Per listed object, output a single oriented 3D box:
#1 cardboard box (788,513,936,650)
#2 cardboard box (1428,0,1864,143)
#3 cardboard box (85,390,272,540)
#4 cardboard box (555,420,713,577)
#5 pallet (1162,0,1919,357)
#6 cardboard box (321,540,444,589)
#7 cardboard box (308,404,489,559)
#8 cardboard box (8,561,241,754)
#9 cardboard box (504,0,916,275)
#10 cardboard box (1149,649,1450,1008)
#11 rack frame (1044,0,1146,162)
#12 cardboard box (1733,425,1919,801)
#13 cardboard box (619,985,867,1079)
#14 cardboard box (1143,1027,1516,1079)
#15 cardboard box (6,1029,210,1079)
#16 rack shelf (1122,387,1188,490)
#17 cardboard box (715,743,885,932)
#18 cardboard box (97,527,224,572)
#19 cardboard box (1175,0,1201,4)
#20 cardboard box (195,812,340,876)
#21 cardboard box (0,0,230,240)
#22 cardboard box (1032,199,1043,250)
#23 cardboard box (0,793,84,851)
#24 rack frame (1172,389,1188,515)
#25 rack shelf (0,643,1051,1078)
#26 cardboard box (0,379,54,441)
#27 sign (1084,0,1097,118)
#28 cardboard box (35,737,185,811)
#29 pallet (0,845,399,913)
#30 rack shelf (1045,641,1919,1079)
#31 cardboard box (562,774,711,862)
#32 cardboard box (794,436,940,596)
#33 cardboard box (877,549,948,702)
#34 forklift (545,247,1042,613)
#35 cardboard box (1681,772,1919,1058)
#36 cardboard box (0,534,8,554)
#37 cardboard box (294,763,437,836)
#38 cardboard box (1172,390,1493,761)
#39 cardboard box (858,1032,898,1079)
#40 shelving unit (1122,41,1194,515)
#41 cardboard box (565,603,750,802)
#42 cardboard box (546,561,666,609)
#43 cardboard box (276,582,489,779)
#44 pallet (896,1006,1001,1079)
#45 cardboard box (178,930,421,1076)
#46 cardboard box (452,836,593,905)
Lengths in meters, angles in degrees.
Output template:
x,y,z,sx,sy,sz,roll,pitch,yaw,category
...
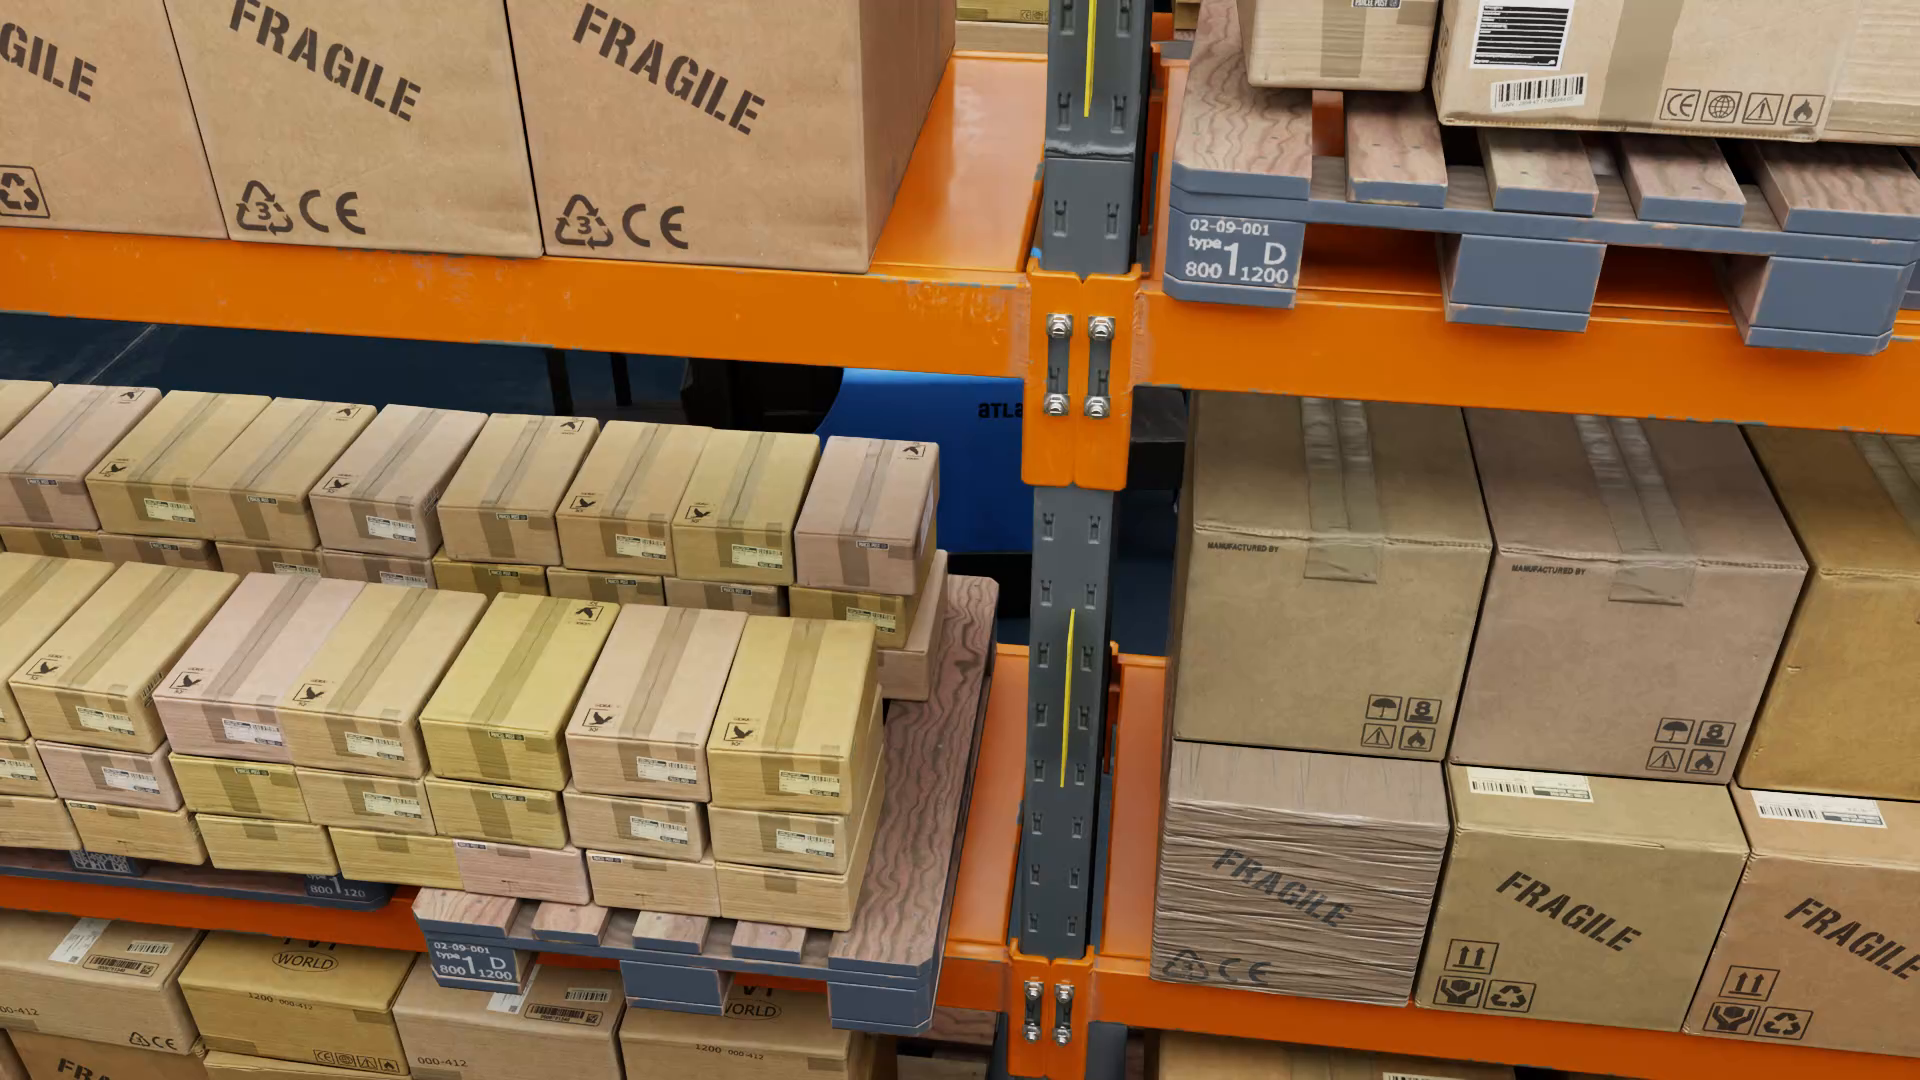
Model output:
x,y,z,sx,sy,sz,roll,pitch,yaw,category
-0.209,0.058,3.685,0.250,0.149,0.380,6,36,8,cardboard box
0.934,-0.817,2.359,0.500,0.311,0.500,4,36,6,cardboard box
-1.740,-0.174,3.755,0.250,0.149,0.380,4,36,5,cardboard box
-0.699,-0.097,3.646,0.250,0.149,0.380,4,36,6,cardboard box
0.890,-0.728,2.768,1.003,0.211,1.213,6,36,8,pallet
-1.241,-0.016,3.789,0.250,0.149,0.380,4,36,6,cardboard box
-1.230,-0.135,3.700,0.250,0.149,0.380,6,36,8,cardboard box
-1.582,0.219,3.203,0.250,0.149,0.380,6,36,8,cardboard box
-0.354,-0.758,2.562,0.500,0.500,0.500,4,36,6,cardboard box
0.655,0.547,3.315,0.500,0.500,0.500,5,36,6,cardboard box
0.245,-2.043,1.866,0.127,3.000,1.000,4,36,6,rack frame
1.699,0.064,3.132,0.500,0.500,0.700,4,36,5,cardboard box
-0.467,1.041,3.854,0.500,0.250,0.500,3,36,5,cardboard box
0.837,1.241,4.004,0.750,0.750,1.050,4,36,5,cardboard box
-1.977,1.226,4.240,0.500,0.500,0.500,5,36,7,cardboard box
0.656,-0.310,6.605,0.480,0.518,0.431,-1,36,-1,rack shelf
-0.303,0.559,3.240,0.250,0.149,0.380,5,36,7,cardboard box
-1.755,-0.054,3.843,0.250,0.149,0.380,6,36,8,cardboard box
1.192,-2.627,7.144,0.500,0.500,0.500,3,36,5,cardboard box
-1.318,0.481,3.349,0.250,0.149,0.380,3,36,4,cardboard box
-1.347,-0.827,2.659,0.500,0.500,0.500,4,36,6,cardboard box
0.100,-1.866,8.249,0.875,0.875,0.875,4,36,6,cardboard box
-1.845,0.443,3.402,0.250,0.149,0.380,3,36,4,cardboard box
0.900,-0.893,6.194,0.015,2.100,0.400,-1,36,-1,rack frame
-1.739,0.544,4.025,4.000,0.370,1.077,4,36,6,rack shelf
-2.273,-0.211,3.807,0.250,0.149,0.380,3,36,4,cardboard box
0.173,-0.720,2.149,0.005,0.325,0.100,4,36,6,sign
-1.583,0.341,3.289,0.250,0.149,0.380,5,36,7,cardboard box
-1.724,0.354,3.836,1.213,0.211,1.003,4,36,6,pallet
2.228,0.840,3.610,4.000,0.370,1.077,4,36,6,rack shelf
-0.568,0.416,3.183,0.250,0.149,0.380,6,36,8,cardboard box
-0.194,-0.058,3.592,0.250,0.149,0.380,4,36,6,cardboard box
-0.174,0.181,3.769,0.250,0.149,0.380,4,36,5,cardboard box
-1.122,-1.181,5.882,3.031,2.935,1.130,-1,36,-1,forklift
1.660,0.621,3.212,0.500,0.500,0.500,4,36,6,cardboard box
-2.266,-0.094,3.899,0.250,0.149,0.380,3,36,4,cardboard box
-1.078,0.380,3.235,0.250,0.149,0.380,4,36,6,cardboard box
0.689,-0.010,3.235,0.500,0.500,0.700,4,36,6,cardboard box
-0.442,1.348,4.070,0.500,0.500,0.500,4,36,6,cardboard box
0.656,-0.890,6.190,0.503,2.100,0.431,-1,36,-1,shelving unit
-0.549,0.296,3.095,0.250,0.149,0.380,4,36,5,cardboard box
-0.744,0.021,3.737,0.250,0.149,0.380,3,36,4,cardboard box
-1.074,0.259,3.147,0.250,0.149,0.380,5,36,7,cardboard box
-0.530,1.476,4.501,1.213,0.211,1.003,4,36,6,pallet
-1.472,0.963,3.963,0.500,0.250,0.500,5,36,7,cardboard box
-0.805,0.521,3.293,0.250,0.149,0.380,5,36,7,cardboard box
